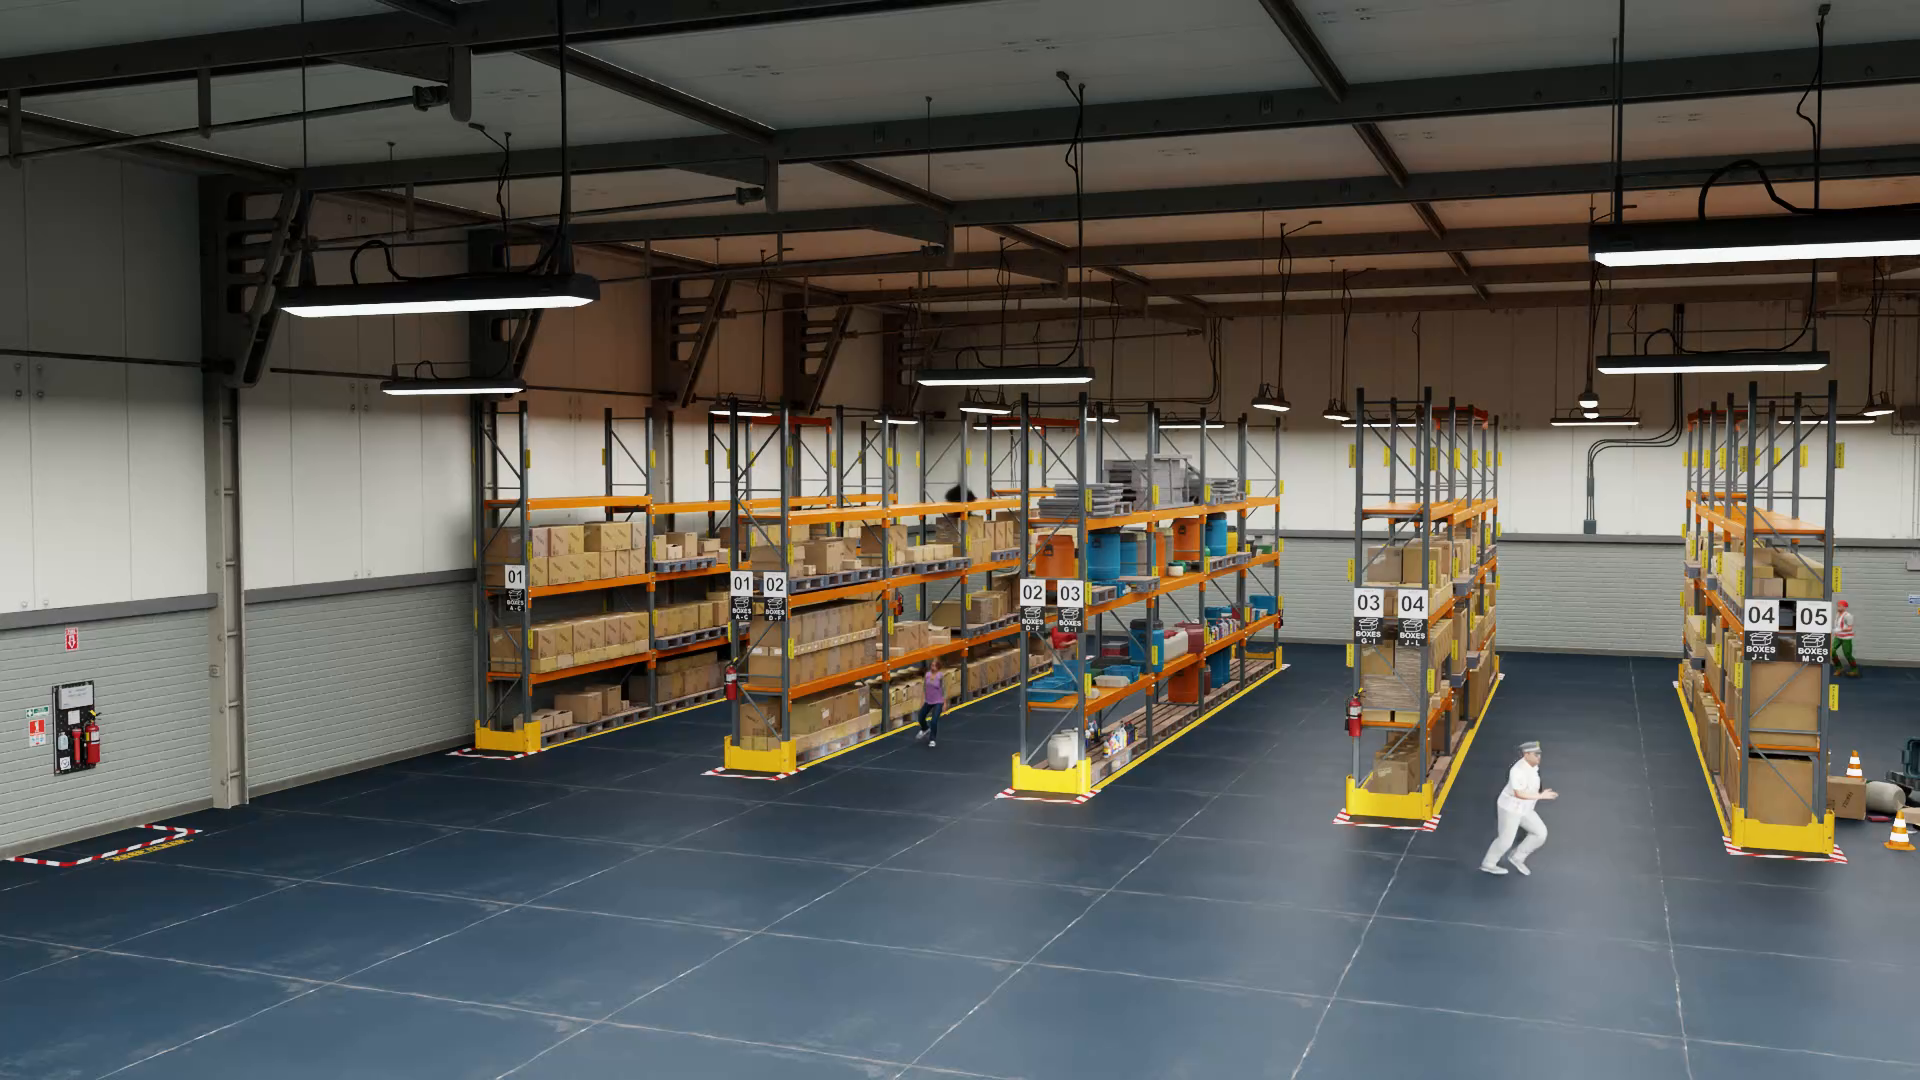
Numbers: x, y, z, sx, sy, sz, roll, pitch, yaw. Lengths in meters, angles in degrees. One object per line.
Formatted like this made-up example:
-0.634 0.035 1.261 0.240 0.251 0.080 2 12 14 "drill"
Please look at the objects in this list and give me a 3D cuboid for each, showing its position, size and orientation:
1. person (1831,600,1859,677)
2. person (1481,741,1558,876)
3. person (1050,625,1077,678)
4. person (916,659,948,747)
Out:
20.250 2.268 38.111 0.799 1.784 0.568 -1 3 -12 "person"
6.678 3.196 19.789 0.672 1.682 0.946 -3 4 -44 "person"
2.161 2.445 35.142 0.628 1.719 0.696 1 3 15 "person"
-0.503 2.813 28.958 0.672 1.534 0.502 1 3 21 "person"
